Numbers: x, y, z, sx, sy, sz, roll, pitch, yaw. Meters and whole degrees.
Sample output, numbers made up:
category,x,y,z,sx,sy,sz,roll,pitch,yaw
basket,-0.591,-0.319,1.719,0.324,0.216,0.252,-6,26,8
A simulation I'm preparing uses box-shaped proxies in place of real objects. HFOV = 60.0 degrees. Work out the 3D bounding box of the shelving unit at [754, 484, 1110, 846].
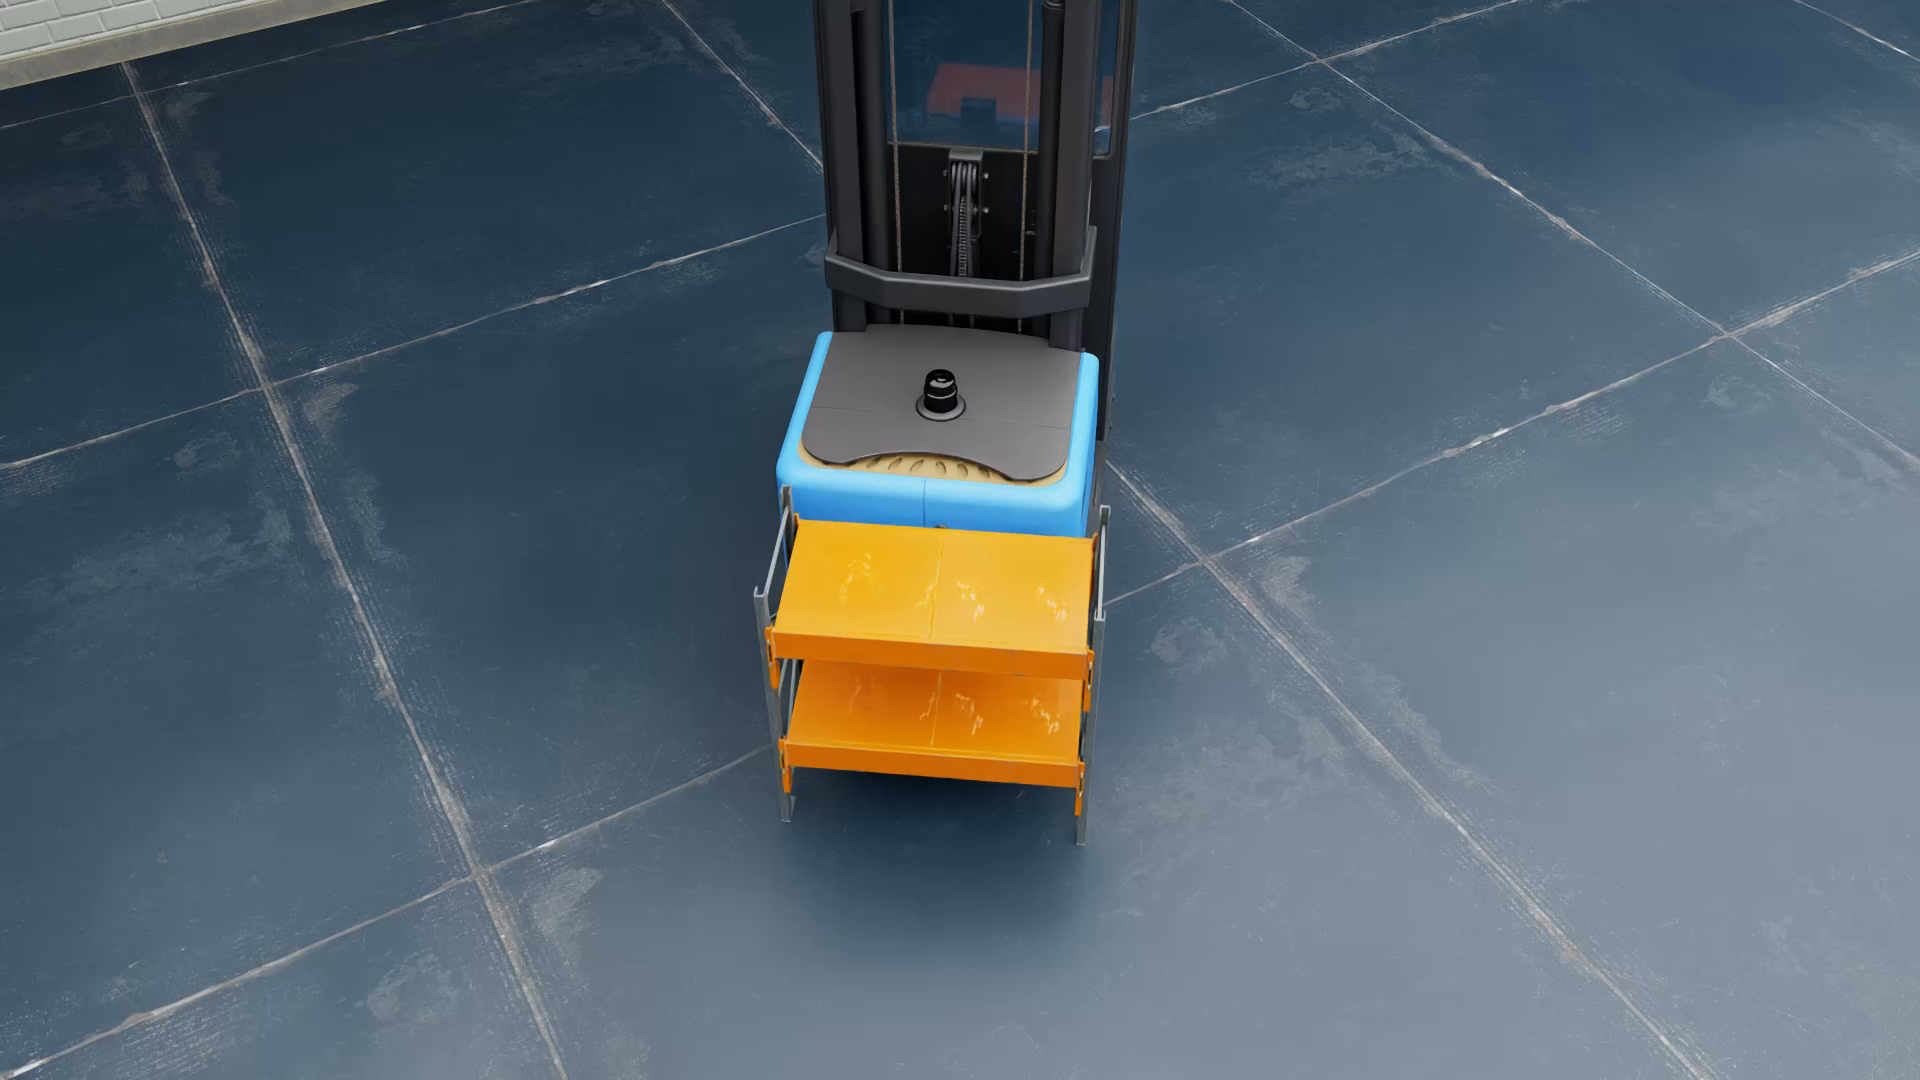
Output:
category,x,y,z,sx,sy,sz,roll,pitch,yaw
shelving unit,-0.071,0.433,5.495,1.048,1.125,0.538,4,44,4

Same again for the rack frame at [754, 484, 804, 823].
category,x,y,z,sx,sy,sz,roll,pitch,yaw
rack frame,-0.577,0.399,5.531,0.032,1.125,0.500,4,44,4

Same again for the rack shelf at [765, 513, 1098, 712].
category,x,y,z,sx,sy,sz,roll,pitch,yaw
rack shelf,-0.071,0.223,5.291,1.000,0.278,0.538,4,44,4

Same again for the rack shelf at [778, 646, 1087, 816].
category,x,y,z,sx,sy,sz,roll,pitch,yaw
rack shelf,-0.071,0.608,5.666,1.000,0.278,0.538,4,44,4

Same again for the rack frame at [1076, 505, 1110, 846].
category,x,y,z,sx,sy,sz,roll,pitch,yaw
rack frame,0.435,0.467,5.460,0.032,1.125,0.500,4,44,4

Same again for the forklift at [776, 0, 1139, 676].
category,x,y,z,sx,sy,sz,roll,pitch,yaw
forklift,0.084,-1.483,6.173,1.130,2.935,3.031,5,44,6
